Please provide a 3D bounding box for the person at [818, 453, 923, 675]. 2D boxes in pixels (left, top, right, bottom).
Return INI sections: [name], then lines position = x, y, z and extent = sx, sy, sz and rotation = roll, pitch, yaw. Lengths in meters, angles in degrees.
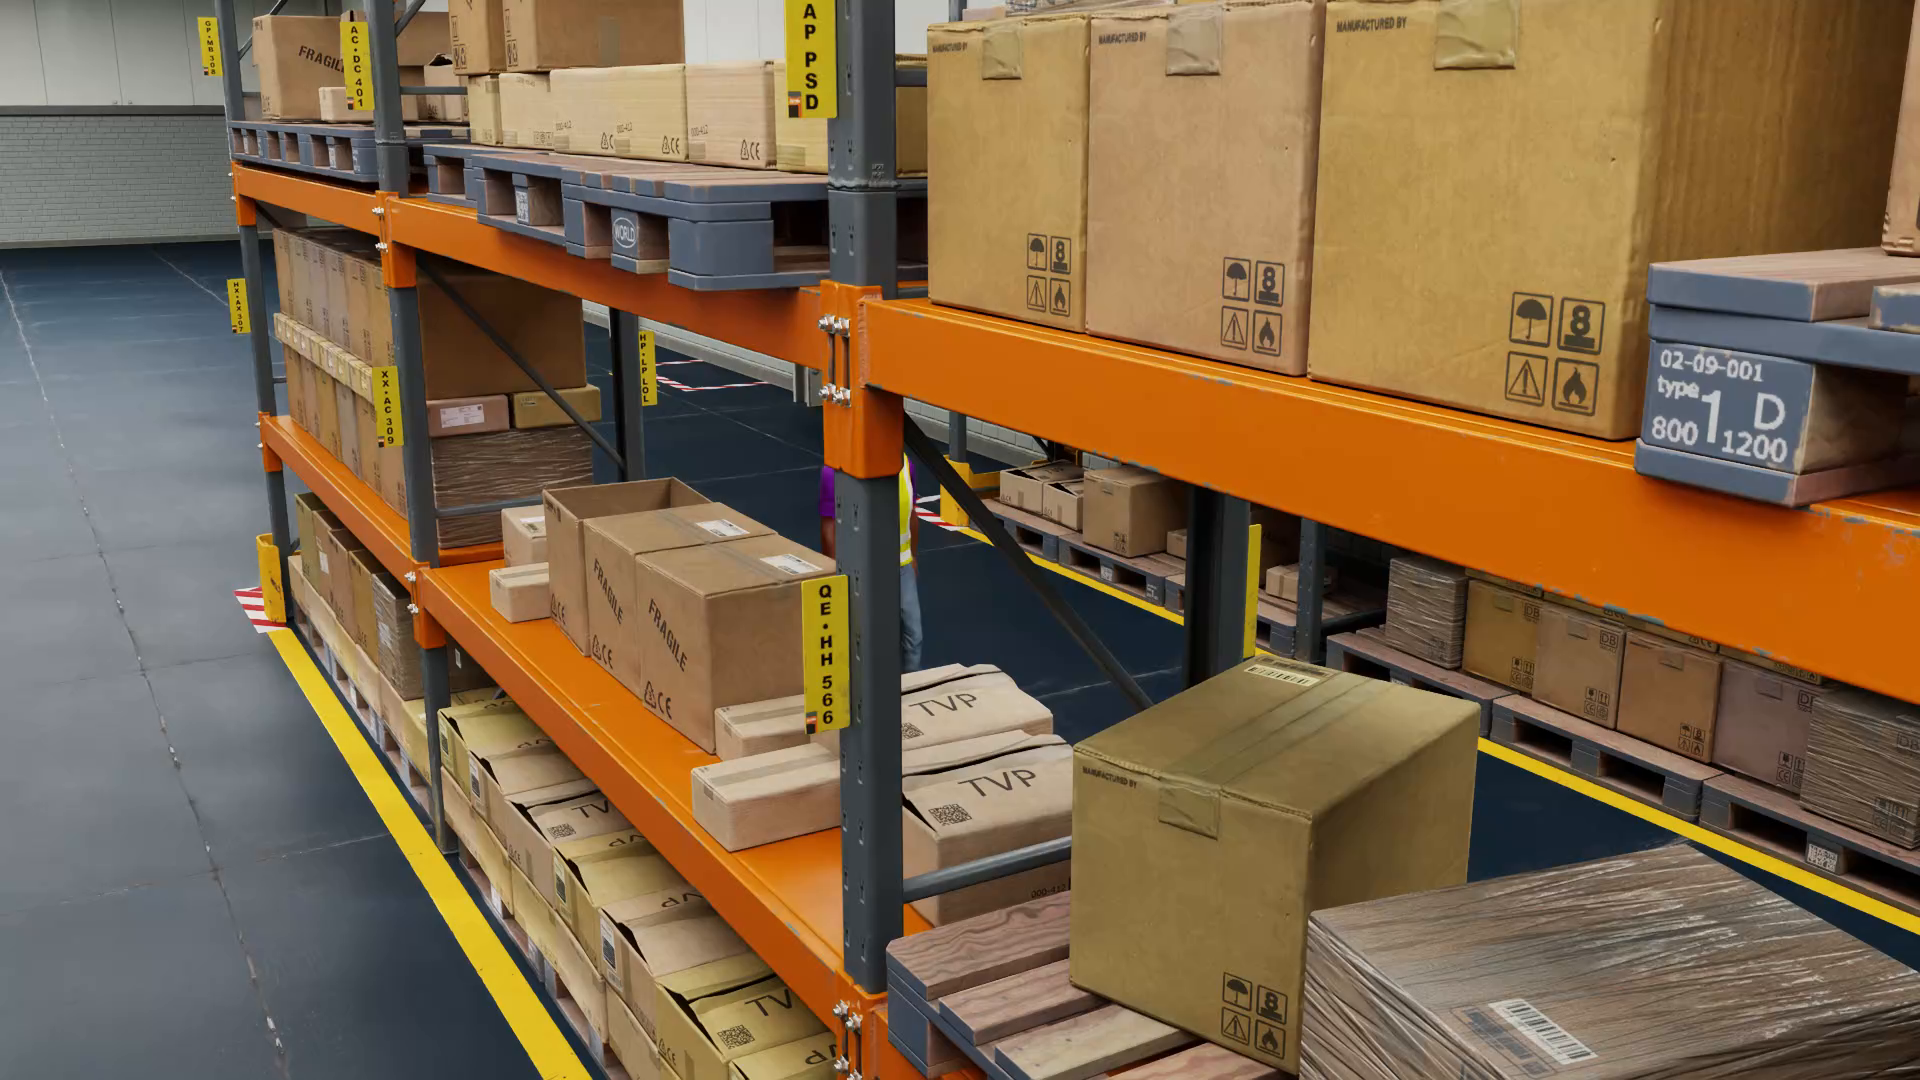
[person]
position = -0.449, 0.143, 8.465
extent = 0.622, 1.758, 0.644
rotation = -9, 17, -30
